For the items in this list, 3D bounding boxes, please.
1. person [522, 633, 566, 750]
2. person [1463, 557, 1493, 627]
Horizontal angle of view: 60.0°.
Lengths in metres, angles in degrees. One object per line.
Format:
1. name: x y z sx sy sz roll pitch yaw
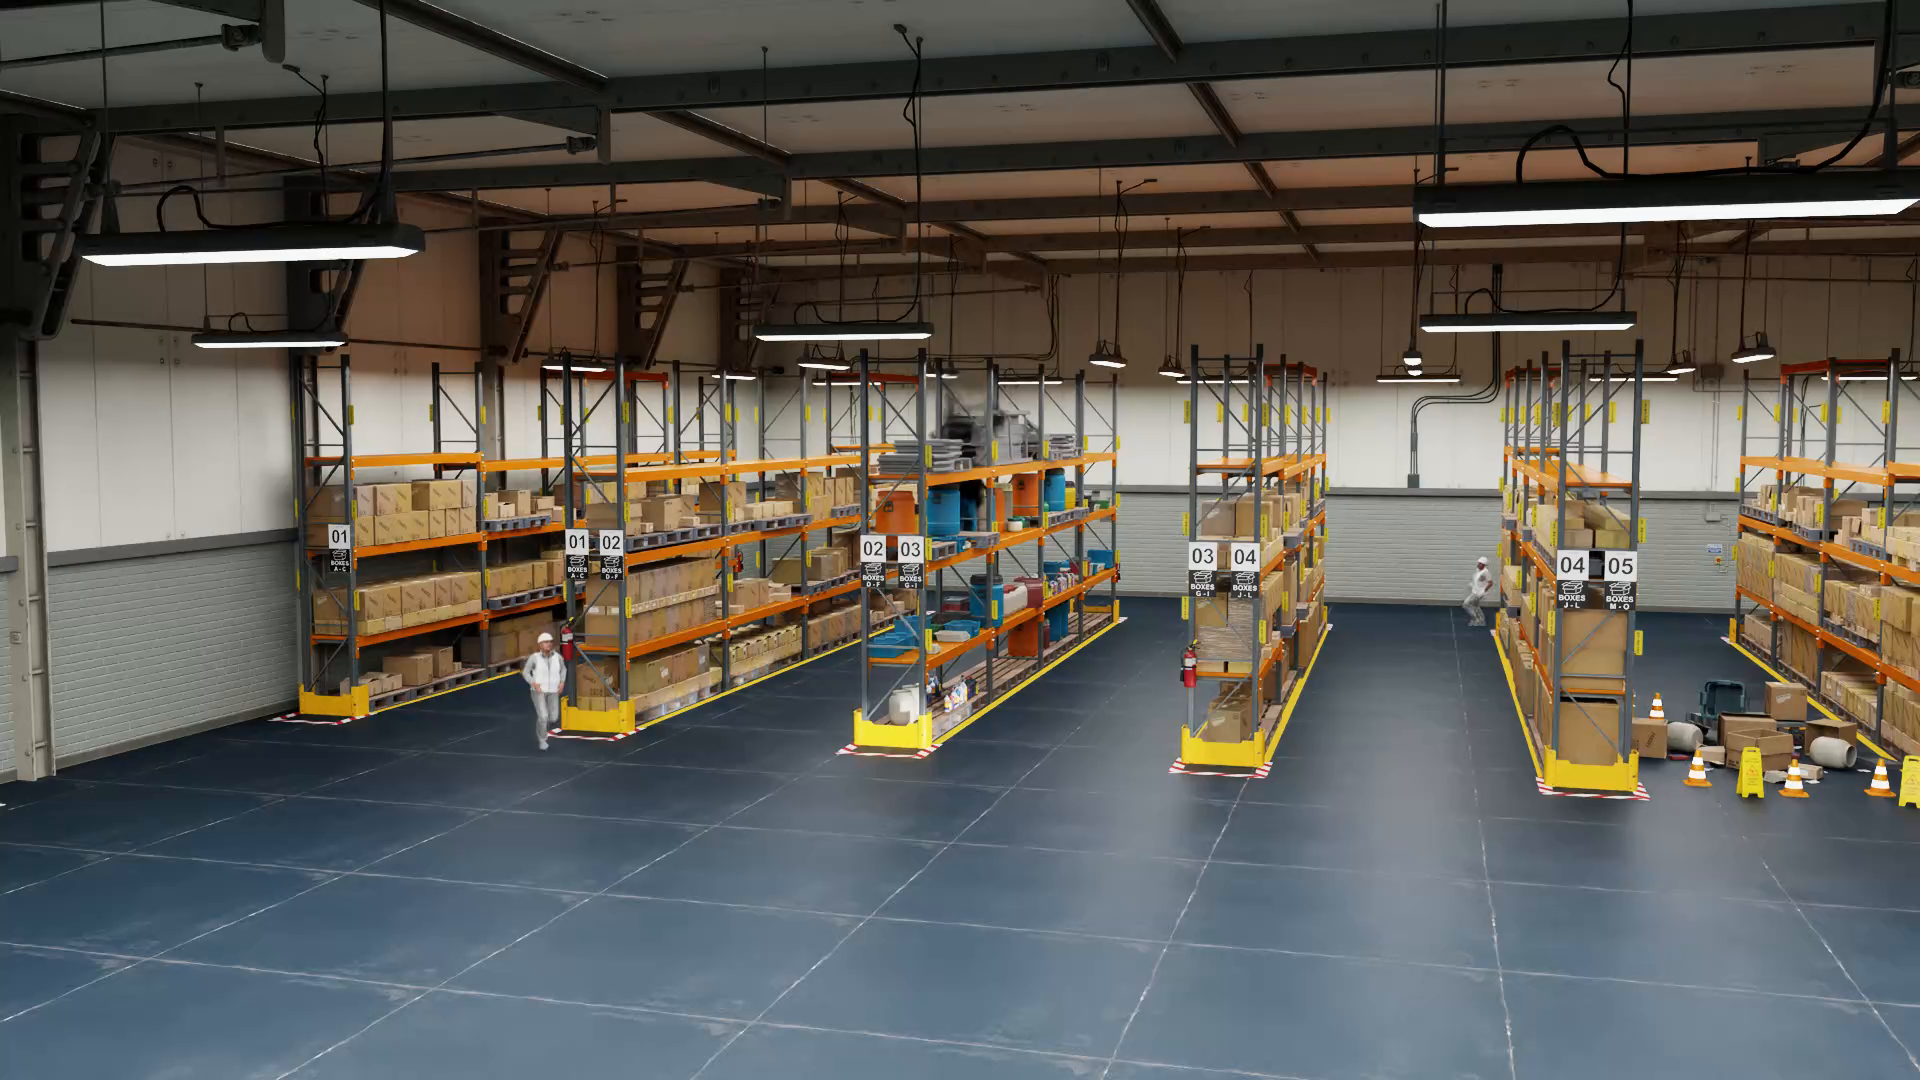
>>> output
1. person: -6.283 2.270 25.167 0.703 1.738 0.616 -3 5 -35
2. person: 12.203 1.231 39.194 0.661 1.697 0.783 1 5 18
